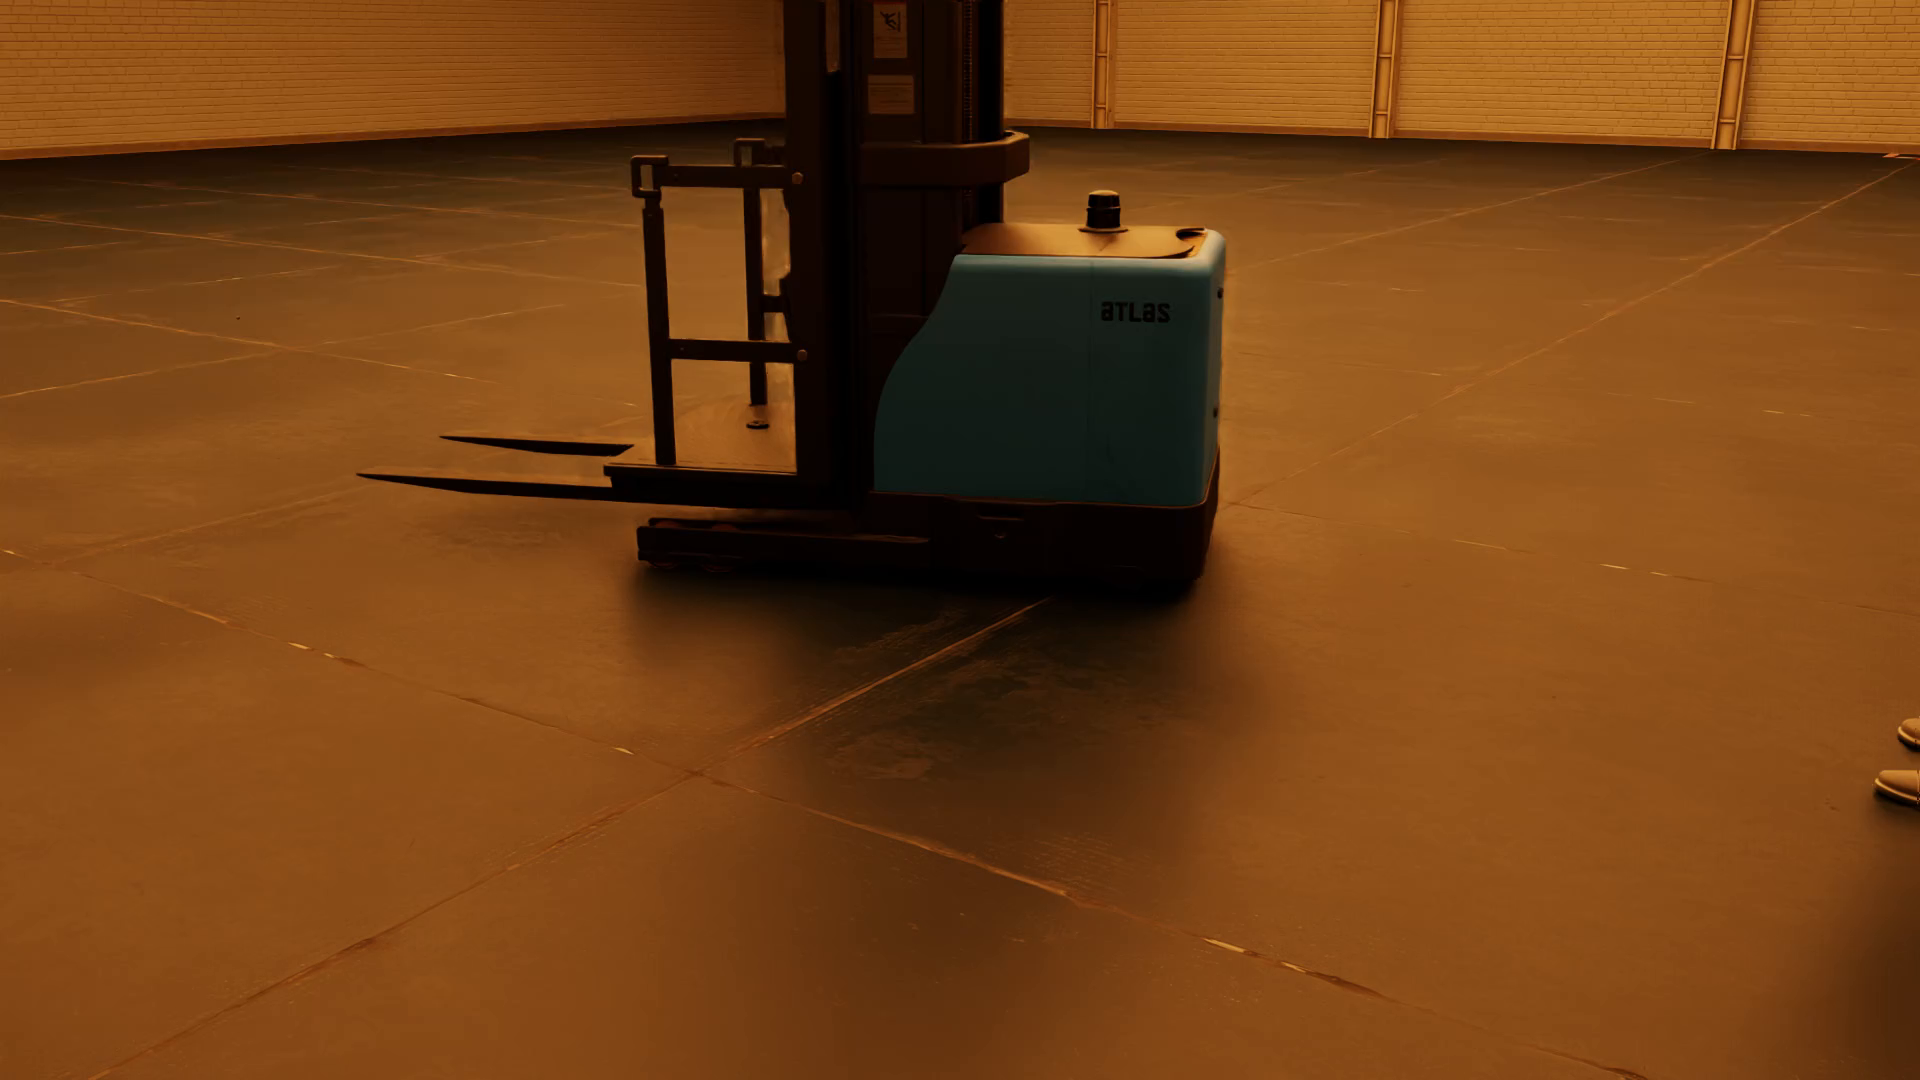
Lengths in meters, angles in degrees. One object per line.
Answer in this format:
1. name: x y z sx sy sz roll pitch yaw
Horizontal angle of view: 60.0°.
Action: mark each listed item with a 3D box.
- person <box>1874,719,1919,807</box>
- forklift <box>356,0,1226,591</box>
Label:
1. person: 2.432 -0.232 3.821 0.371 1.664 0.606 8 18 25
2. forklift: -0.620 -1.435 5.631 3.031 2.935 1.130 3 17 11
